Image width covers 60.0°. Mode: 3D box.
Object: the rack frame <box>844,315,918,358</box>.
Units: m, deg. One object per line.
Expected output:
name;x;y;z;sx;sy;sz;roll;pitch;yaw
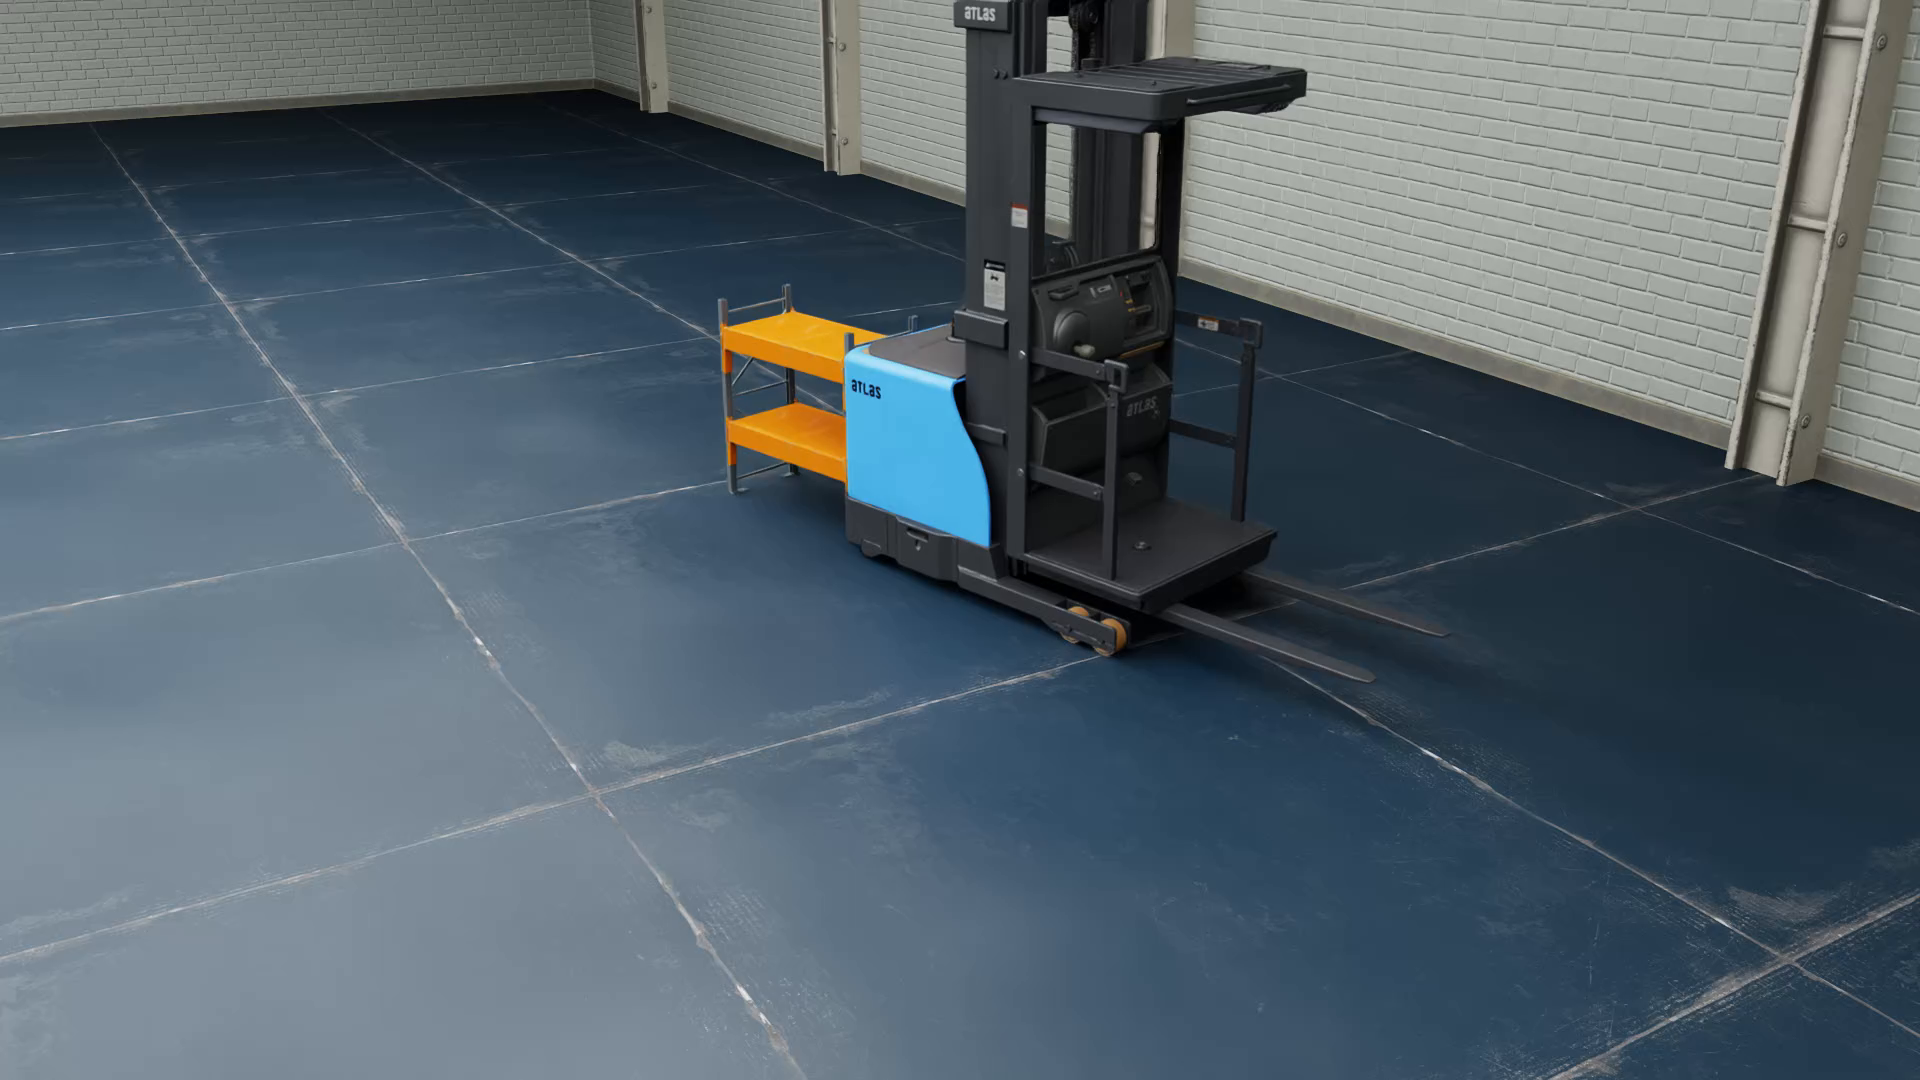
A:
rack frame;-0.403;-0.587;8.761;0.032;1.125;0.500;20;29;40

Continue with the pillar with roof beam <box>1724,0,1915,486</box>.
pillar with roof beam;1.072;-3.742;6.067;9.100;9.000;0.400;-13;25;-28

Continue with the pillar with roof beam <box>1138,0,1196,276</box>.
pillar with roof beam;-1.993;-5.684;10.845;9.100;9.000;0.400;-13;25;-28

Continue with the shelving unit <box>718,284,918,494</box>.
shelving unit;-0.769;-0.720;9.088;1.048;1.125;0.538;20;29;40

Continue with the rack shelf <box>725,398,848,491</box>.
rack shelf;-0.769;-0.493;9.180;1.000;0.278;0.538;20;29;40

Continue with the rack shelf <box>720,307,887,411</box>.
rack shelf;-0.769;-0.991;8.978;1.000;0.278;0.538;20;29;40

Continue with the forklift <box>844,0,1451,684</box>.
forklift;0.816;-1.054;7.513;3.031;2.935;1.130;20;29;40

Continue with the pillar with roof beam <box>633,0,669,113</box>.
pillar with roof beam;-8.123;-9.569;20.402;9.100;9.000;0.400;-13;25;-28

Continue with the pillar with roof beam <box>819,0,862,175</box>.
pillar with roof beam;-5.058;-7.626;15.624;9.100;9.000;0.400;-13;25;-28

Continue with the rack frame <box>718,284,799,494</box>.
rack frame;-1.135;-0.852;9.415;0.032;1.125;0.500;20;29;40
